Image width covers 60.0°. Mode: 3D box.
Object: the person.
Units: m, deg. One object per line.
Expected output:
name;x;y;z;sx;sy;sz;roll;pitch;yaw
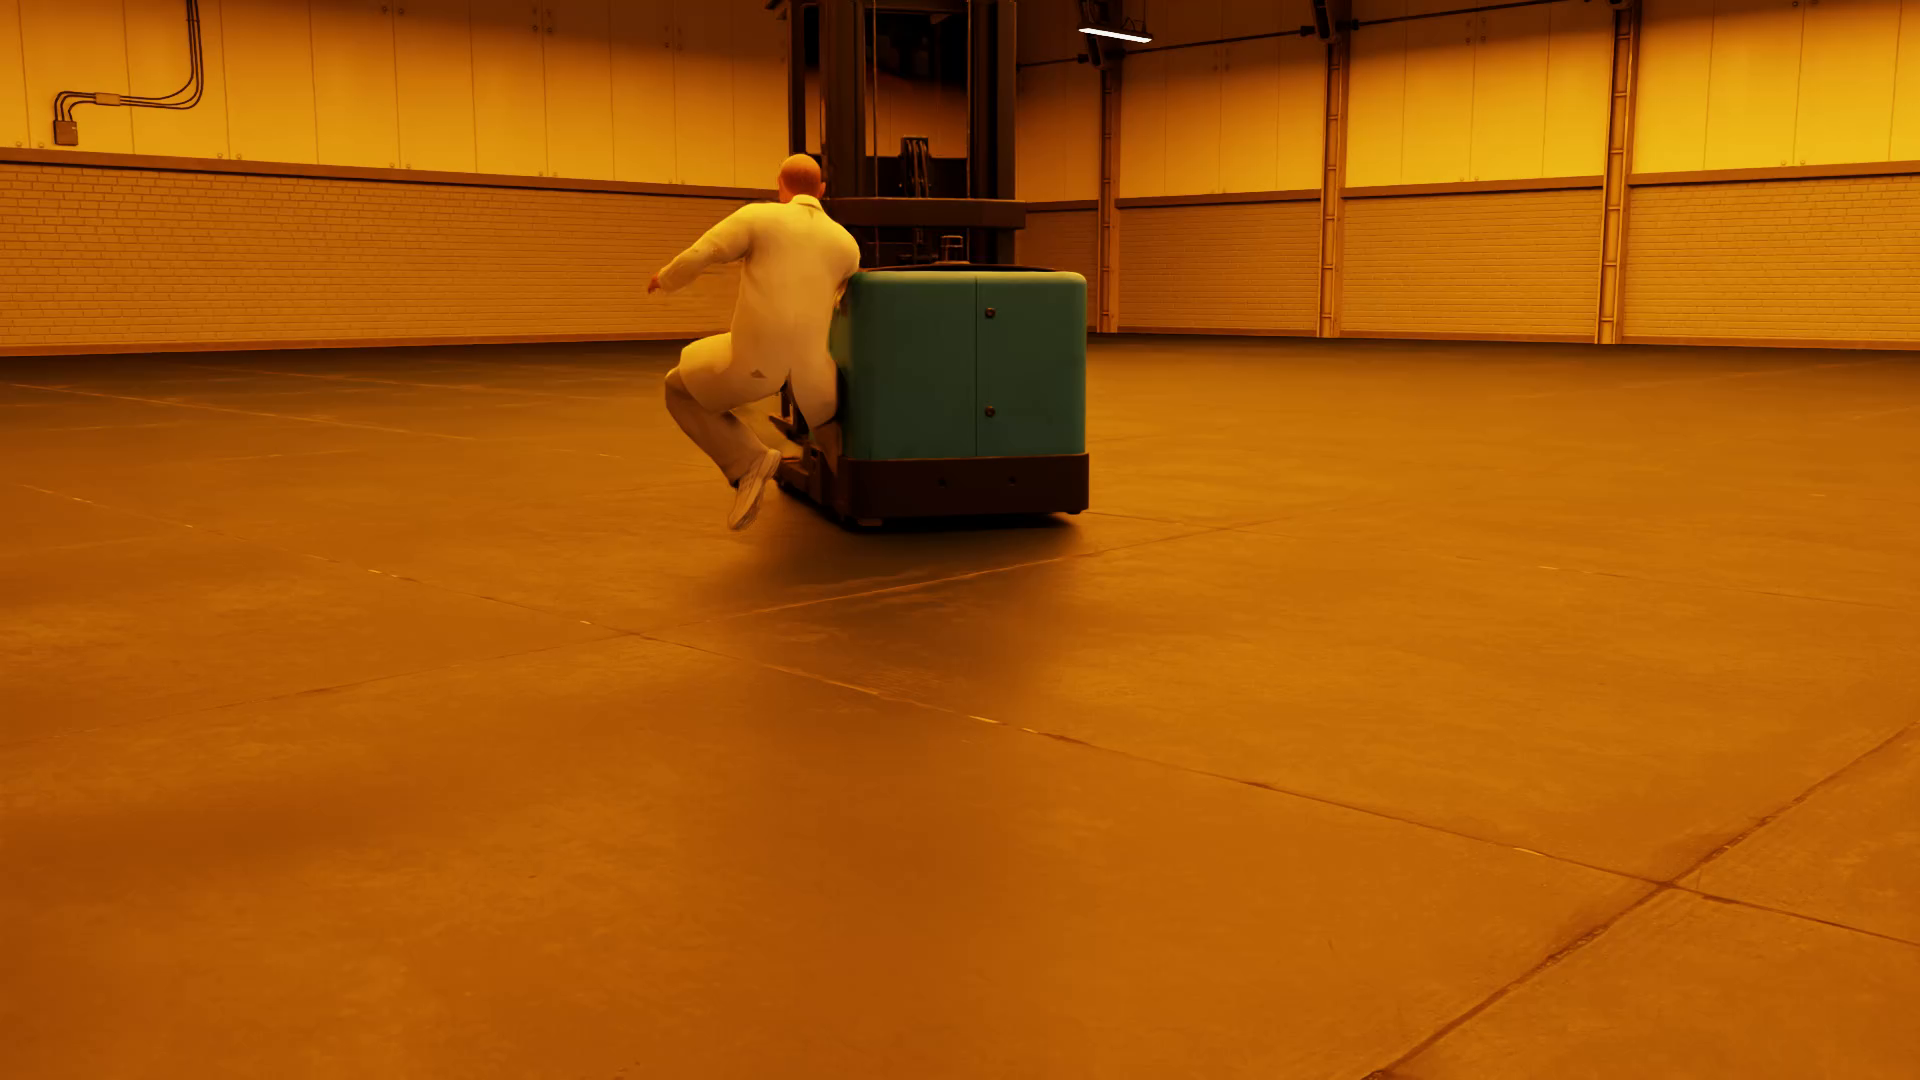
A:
person;-0.776;-0.803;6.894;0.944;1.538;0.815;-4;10;-26

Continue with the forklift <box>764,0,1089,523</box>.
forklift;-0.338;-1.700;8.163;1.130;2.935;3.031;-2;9;-15
